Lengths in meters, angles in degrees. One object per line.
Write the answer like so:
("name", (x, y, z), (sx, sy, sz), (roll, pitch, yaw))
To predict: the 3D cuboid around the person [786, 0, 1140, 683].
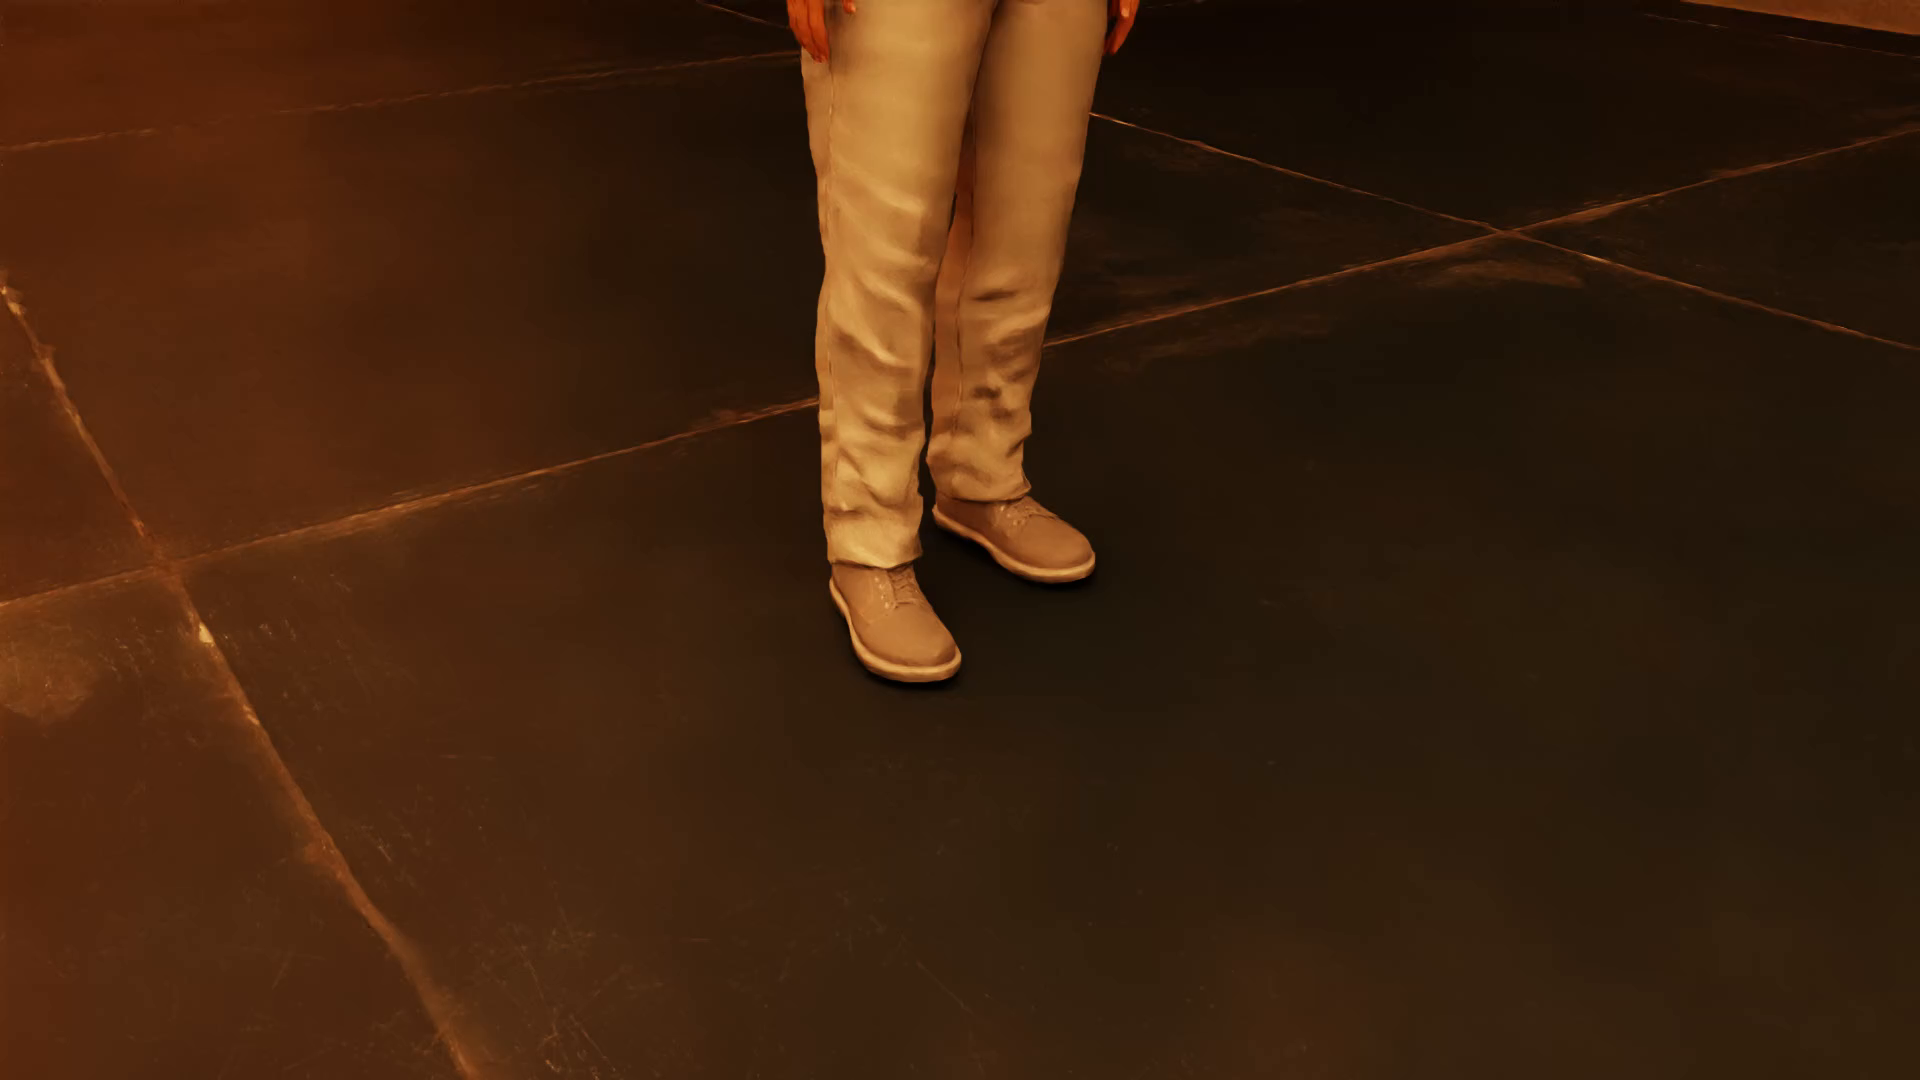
("person", (0.025, -0.717, 2.055), (0.598, 1.669, 0.529), (-17, 31, -31))
